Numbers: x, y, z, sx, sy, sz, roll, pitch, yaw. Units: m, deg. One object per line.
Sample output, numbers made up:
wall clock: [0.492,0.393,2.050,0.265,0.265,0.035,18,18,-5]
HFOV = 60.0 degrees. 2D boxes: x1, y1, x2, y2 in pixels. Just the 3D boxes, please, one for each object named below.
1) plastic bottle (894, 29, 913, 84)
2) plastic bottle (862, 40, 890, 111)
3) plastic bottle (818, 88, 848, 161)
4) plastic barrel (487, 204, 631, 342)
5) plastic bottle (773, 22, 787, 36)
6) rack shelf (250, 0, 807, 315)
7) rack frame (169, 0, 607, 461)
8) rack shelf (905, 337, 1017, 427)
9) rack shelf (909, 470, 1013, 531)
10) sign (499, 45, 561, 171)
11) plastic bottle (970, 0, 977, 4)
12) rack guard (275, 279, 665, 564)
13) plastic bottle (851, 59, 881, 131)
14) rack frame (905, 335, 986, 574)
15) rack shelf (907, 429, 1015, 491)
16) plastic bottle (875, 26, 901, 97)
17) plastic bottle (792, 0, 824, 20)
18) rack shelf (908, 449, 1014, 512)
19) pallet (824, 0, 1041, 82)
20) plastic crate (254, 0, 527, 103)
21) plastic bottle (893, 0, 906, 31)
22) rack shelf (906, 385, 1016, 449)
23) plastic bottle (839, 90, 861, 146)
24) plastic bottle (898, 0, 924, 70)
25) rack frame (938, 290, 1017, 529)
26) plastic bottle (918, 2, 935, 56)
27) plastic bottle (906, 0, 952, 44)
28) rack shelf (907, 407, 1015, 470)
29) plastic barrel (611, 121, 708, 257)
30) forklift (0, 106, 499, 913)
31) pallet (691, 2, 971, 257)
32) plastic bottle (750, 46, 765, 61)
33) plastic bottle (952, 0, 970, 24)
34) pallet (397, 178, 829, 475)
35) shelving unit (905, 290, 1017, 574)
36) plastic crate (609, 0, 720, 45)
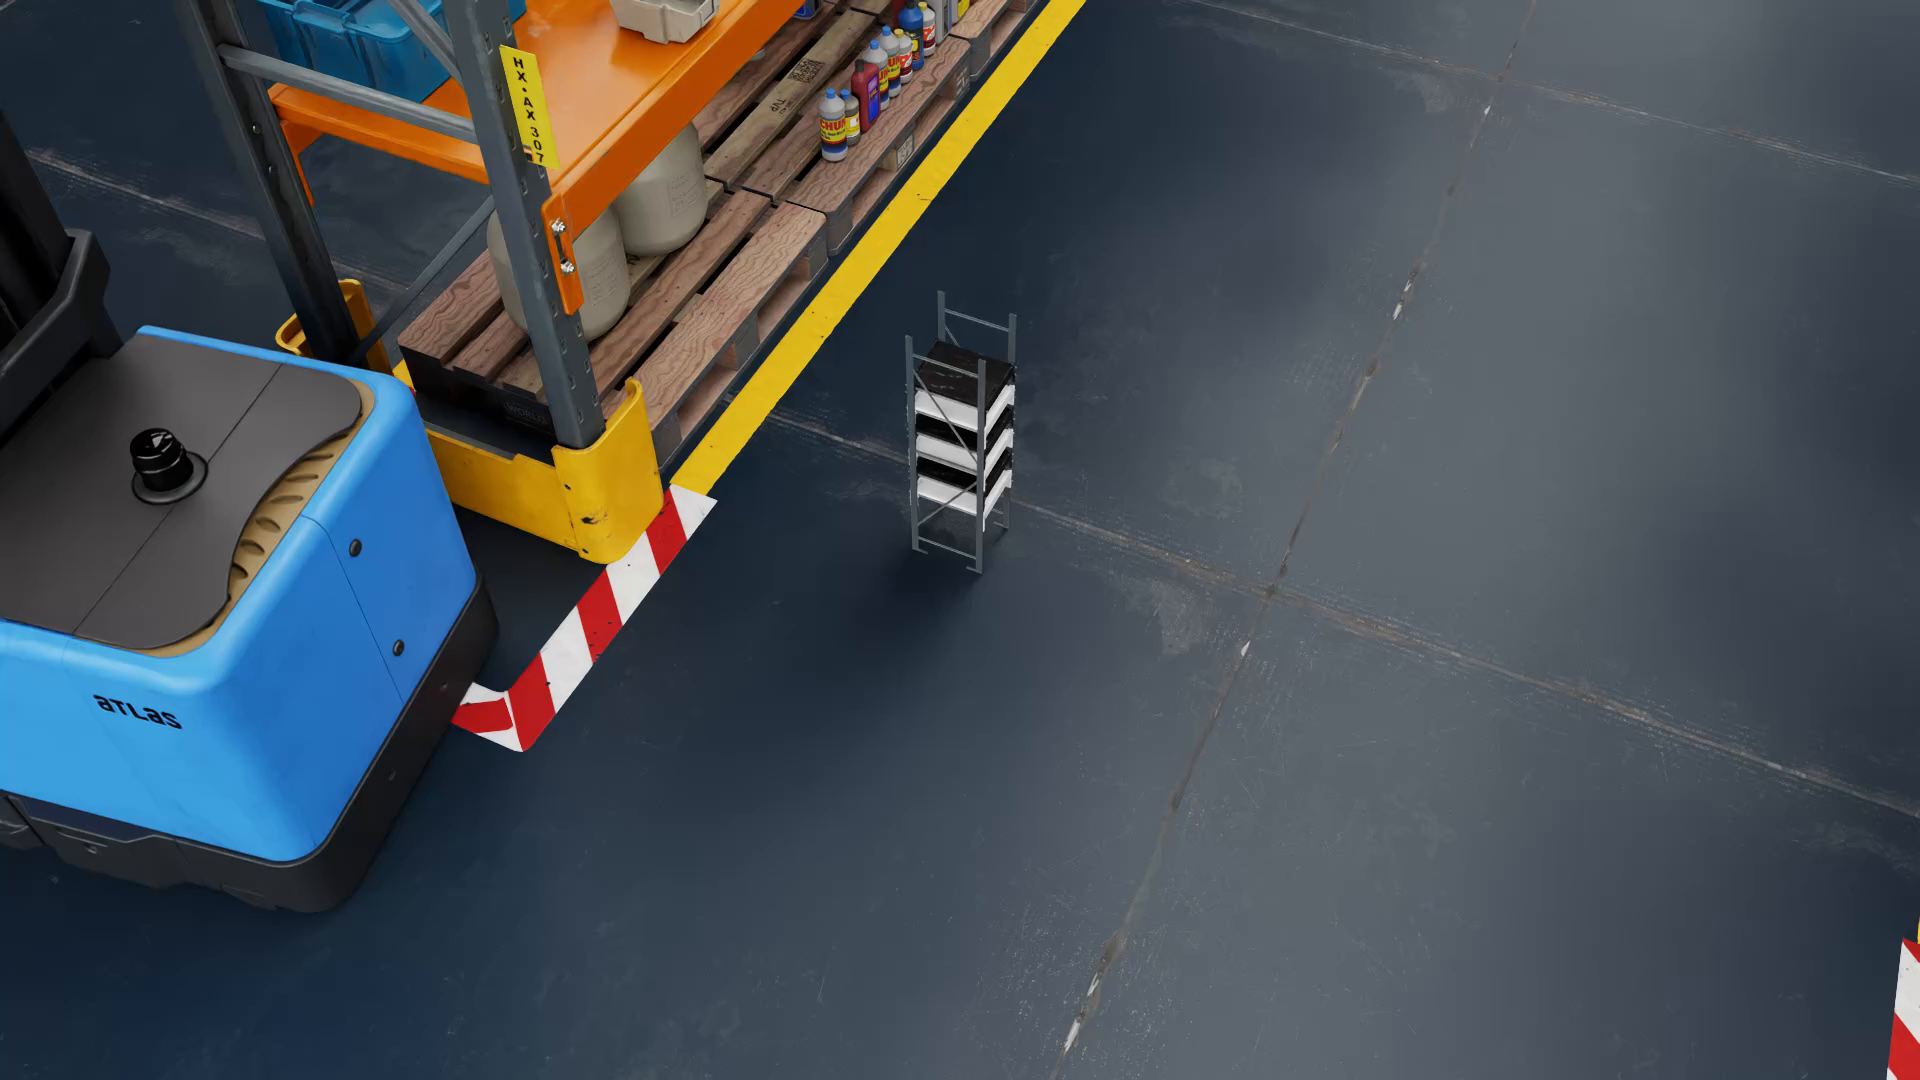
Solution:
plastic bottle: [-0.234,-1.877,6.427,0.097,0.201,0.097,0,50,0]
plastic bottle: [-0.319,-1.763,6.283,0.097,0.271,0.097,0,50,0]
plastic bottle: [-0.465,-1.527,6.082,0.097,0.271,0.097,0,50,0]
plastic barrel: [-1.310,-0.929,5.429,0.421,0.512,0.421,0,50,0]
plastic bottle: [-0.747,-2.131,6.642,0.097,0.201,0.097,0,50,0]
rack shelf: [-0.667,-2.266,5.681,1.077,0.370,4.000,20,52,16]
rack frame: [-1.522,-1.122,4.235,1.000,3.000,0.127,20,52,16]
rack shelf: [0.003,-0.451,4.732,0.258,0.077,0.200,20,52,16]
rack shelf: [0.003,-0.159,5.075,0.258,0.077,0.200,20,52,16]
sign: [-1.026,-1.029,3.975,0.100,0.325,0.005,20,52,16]
plastic bottle: [0.059,-2.343,6.769,0.061,0.283,0.133,23,53,18]
rack guard: [-1.532,-0.379,5.244,1.175,0.500,0.348,20,52,16]
plastic bottle: [-0.352,-1.681,6.205,0.061,0.283,0.133,21,53,17]
rack frame: [-0.040,-0.227,4.852,0.240,0.900,0.006,20,52,16]
rack shelf: [0.003,-0.276,4.937,0.258,0.077,0.200,20,52,16]
plastic bottle: [-0.276,-1.832,6.342,0.097,0.271,0.097,0,50,0]
plastic bottle: [-0.651,-2.261,6.704,0.152,0.276,0.135,20,52,16]
rack shelf: [0.003,-0.217,5.006,0.258,0.077,0.200,20,52,16]
pallet: [-0.138,-2.523,7.259,1.003,0.211,1.213,20,52,16]
plastic crate: [-1.578,-1.515,4.668,0.499,0.251,0.616,20,52,16]
plastic bottle: [-0.217,-2.170,6.622,0.061,0.283,0.133,20,52,16]
rack shelf: [0.003,-0.392,4.800,0.258,0.077,0.200,20,52,16]
plastic bottle: [-0.421,-1.576,6.170,0.097,0.201,0.097,0,50,0]
plastic bottle: [-0.190,-1.971,6.461,0.097,0.271,0.097,0,50,0]
rack frame: [0.047,-0.367,4.972,0.240,0.900,0.006,20,52,16]
plastic bottle: [-0.146,-2.019,6.547,0.097,0.201,0.097,0,50,0]
plastic bottle: [-0.120,-2.133,6.595,0.152,0.276,0.135,21,53,17]
rack shelf: [0.003,-0.334,4.869,0.258,0.077,0.200,20,52,16]
plastic barrel: [-1.096,-1.275,5.723,0.421,0.512,0.421,0,50,0]
forklift: [-2.939,-0.605,3.840,3.031,2.935,1.130,12,51,10]
pallet: [-0.657,-1.680,6.541,1.003,0.211,1.213,20,52,16]
plastic bottle: [-0.821,-1.997,6.528,0.097,0.201,0.097,0,50,0]
plastic bottle: [-0.047,-2.268,6.661,0.144,0.351,0.185,19,52,16]
pallet: [-1.180,-0.843,5.829,1.003,0.211,1.213,20,52,16]
shelving unit: [0.003,-0.297,4.912,0.258,0.900,0.210,20,52,16]
plastic crate: [-0.849,-1.548,4.770,0.298,0.136,0.250,20,52,16]
